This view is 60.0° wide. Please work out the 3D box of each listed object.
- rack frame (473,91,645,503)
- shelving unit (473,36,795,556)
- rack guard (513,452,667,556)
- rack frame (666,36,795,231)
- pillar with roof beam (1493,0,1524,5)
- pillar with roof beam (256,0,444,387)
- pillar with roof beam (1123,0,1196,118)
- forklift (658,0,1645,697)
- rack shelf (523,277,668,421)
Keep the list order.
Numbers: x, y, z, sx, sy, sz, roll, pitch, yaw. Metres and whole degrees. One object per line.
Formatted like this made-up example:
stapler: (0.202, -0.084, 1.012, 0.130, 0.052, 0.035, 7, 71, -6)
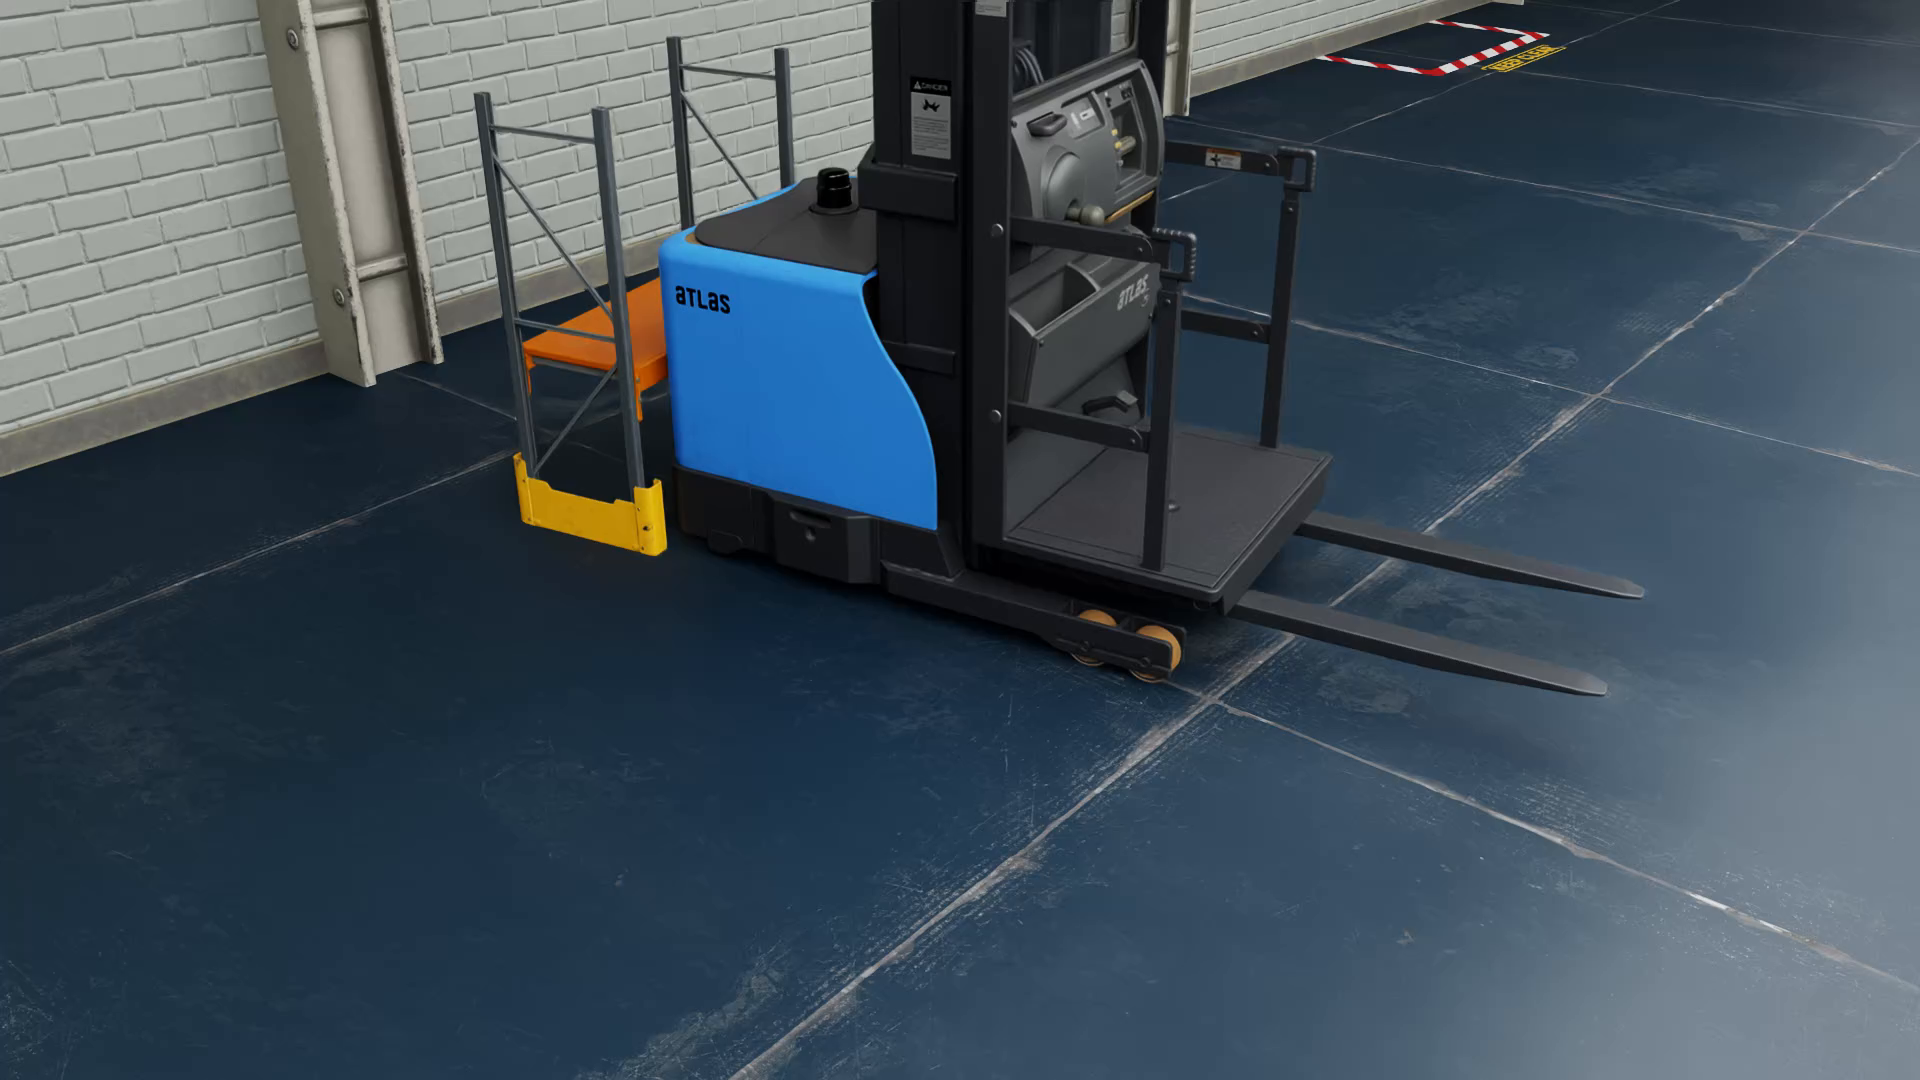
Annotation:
rack frame: (-1.285, -0.679, 5.431, 0.500, 1.500, 0.032, 13, 30, 24)
shelving unit: (-1.052, -0.892, 5.841, 0.587, 1.500, 1.083, 13, 30, 24)
rack guard: (-1.276, -0.132, 5.734, 0.587, 0.250, 0.087, 13, 30, 24)
rack frame: (-0.826, -1.096, 6.237, 0.500, 1.500, 0.032, 13, 30, 24)
pillar with roof beam: (8.463, -7.749, 10.936, 9.100, 9.000, 0.400, 21, 34, 34)
pillar with roof beam: (0.830, -3.495, 2.711, 9.100, 9.000, 0.400, 21, 34, 34)
pillar with roof beam: (4.646, -5.622, 6.824, 9.100, 9.000, 0.400, 21, 34, 34)
forklift: (0.566, -1.158, 4.798, 3.031, 2.935, 1.130, 14, 31, 25)
rack shelf: (-1.056, -0.728, 5.917, 0.538, 0.185, 1.000, 13, 30, 24)
